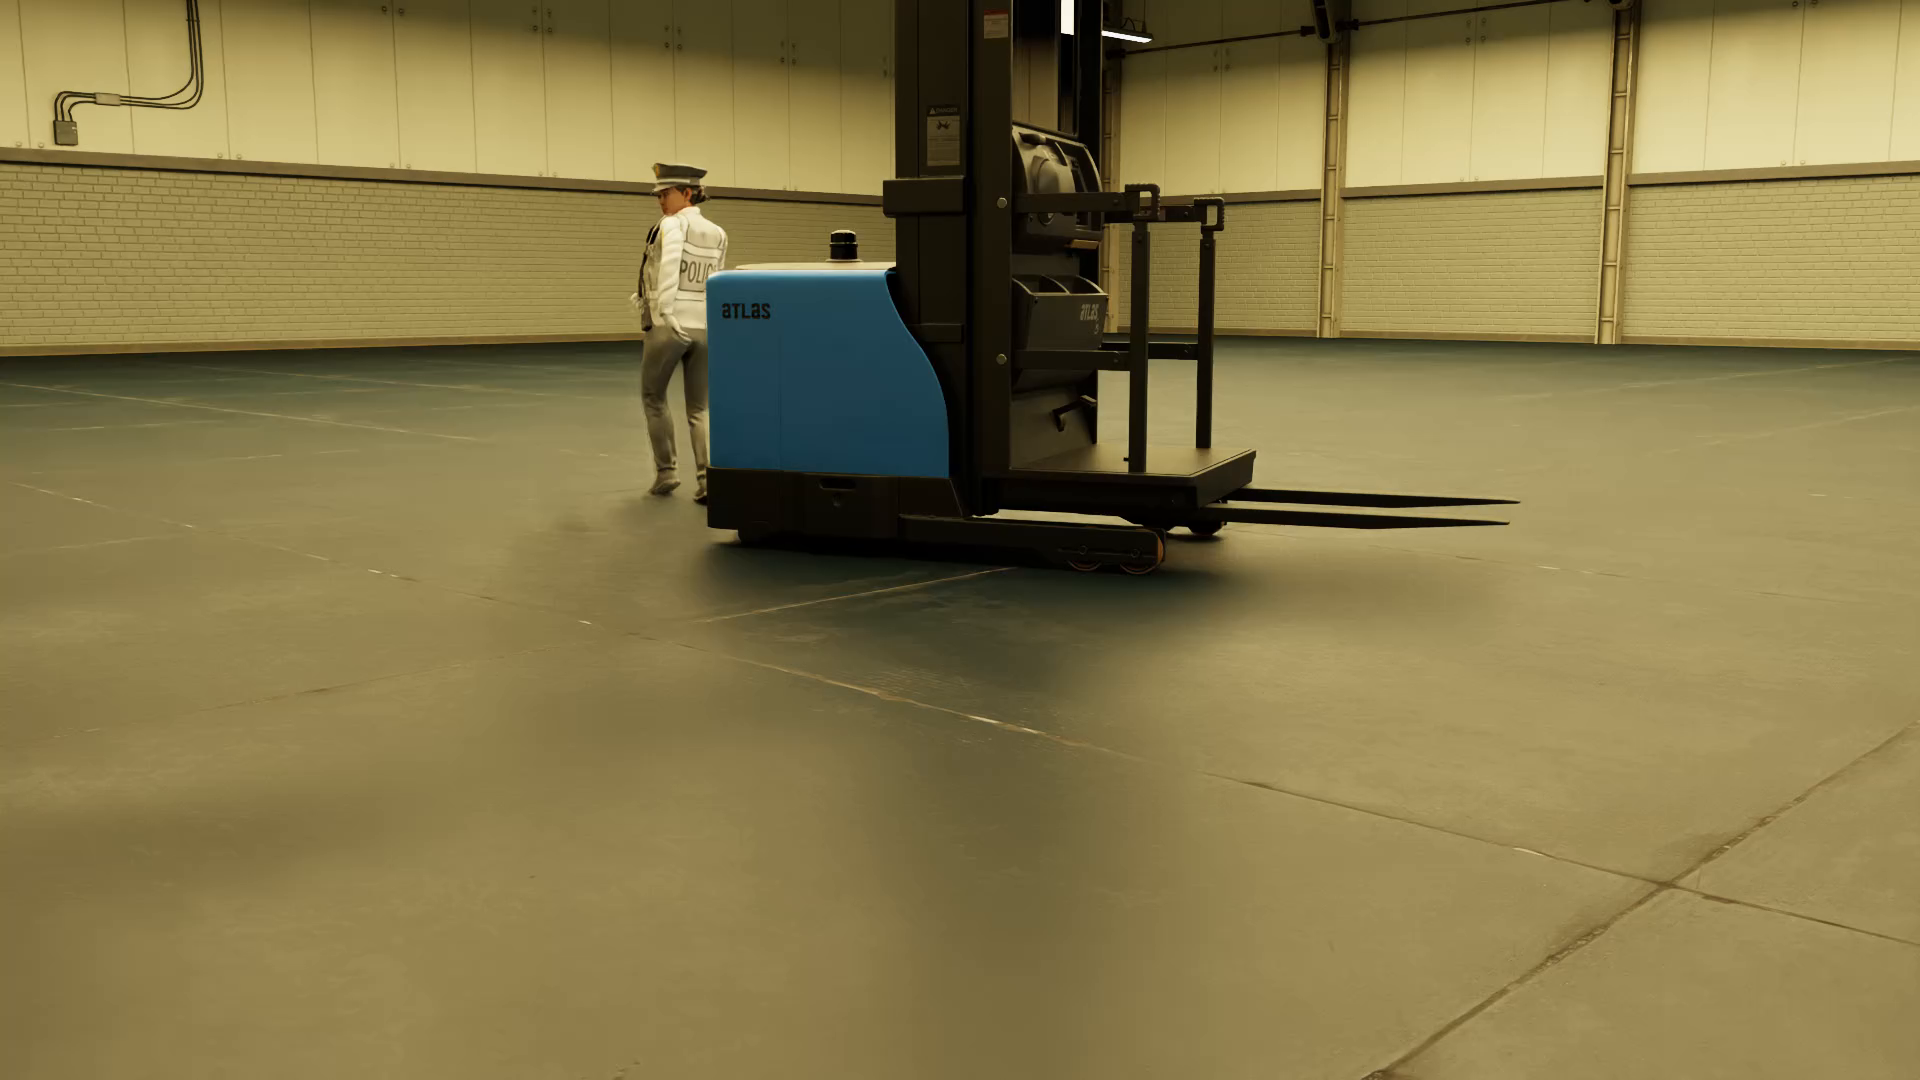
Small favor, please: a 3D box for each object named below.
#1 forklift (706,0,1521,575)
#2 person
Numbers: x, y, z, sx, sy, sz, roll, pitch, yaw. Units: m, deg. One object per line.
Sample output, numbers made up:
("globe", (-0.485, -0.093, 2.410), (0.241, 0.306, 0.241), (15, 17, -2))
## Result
("forklift", (0.565, -1.416, 6.275), (3.031, 2.935, 1.130), (3, 9, 22))
("person", (-1.337, -0.980, 7.978), (0.520, 1.625, 0.873), (-5, 10, -32))
